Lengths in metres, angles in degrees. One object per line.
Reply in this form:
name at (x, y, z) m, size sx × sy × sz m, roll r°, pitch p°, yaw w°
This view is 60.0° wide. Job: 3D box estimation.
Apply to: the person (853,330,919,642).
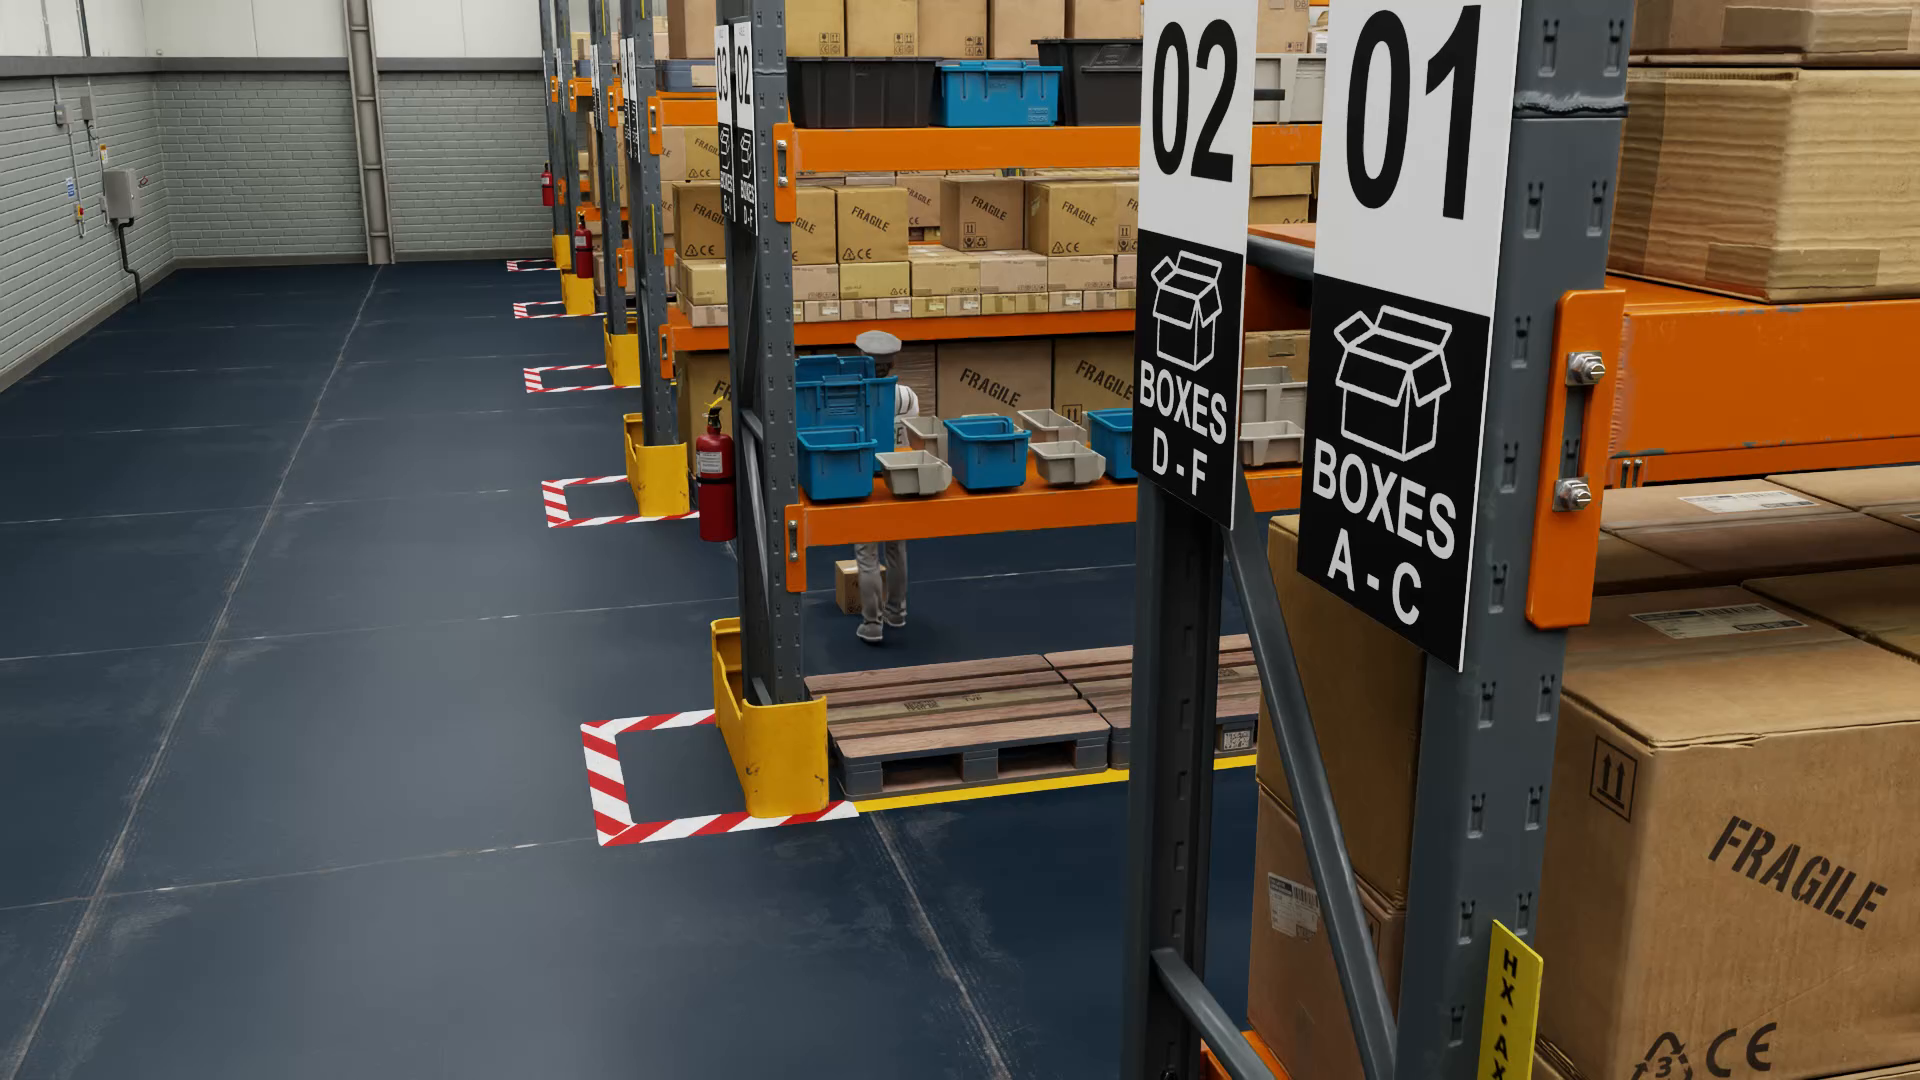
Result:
person at (-0.458, -0.302, 9.049) m, size 0.479 × 1.685 × 0.519 m, roll -4°, pitch 17°, yaw -15°
